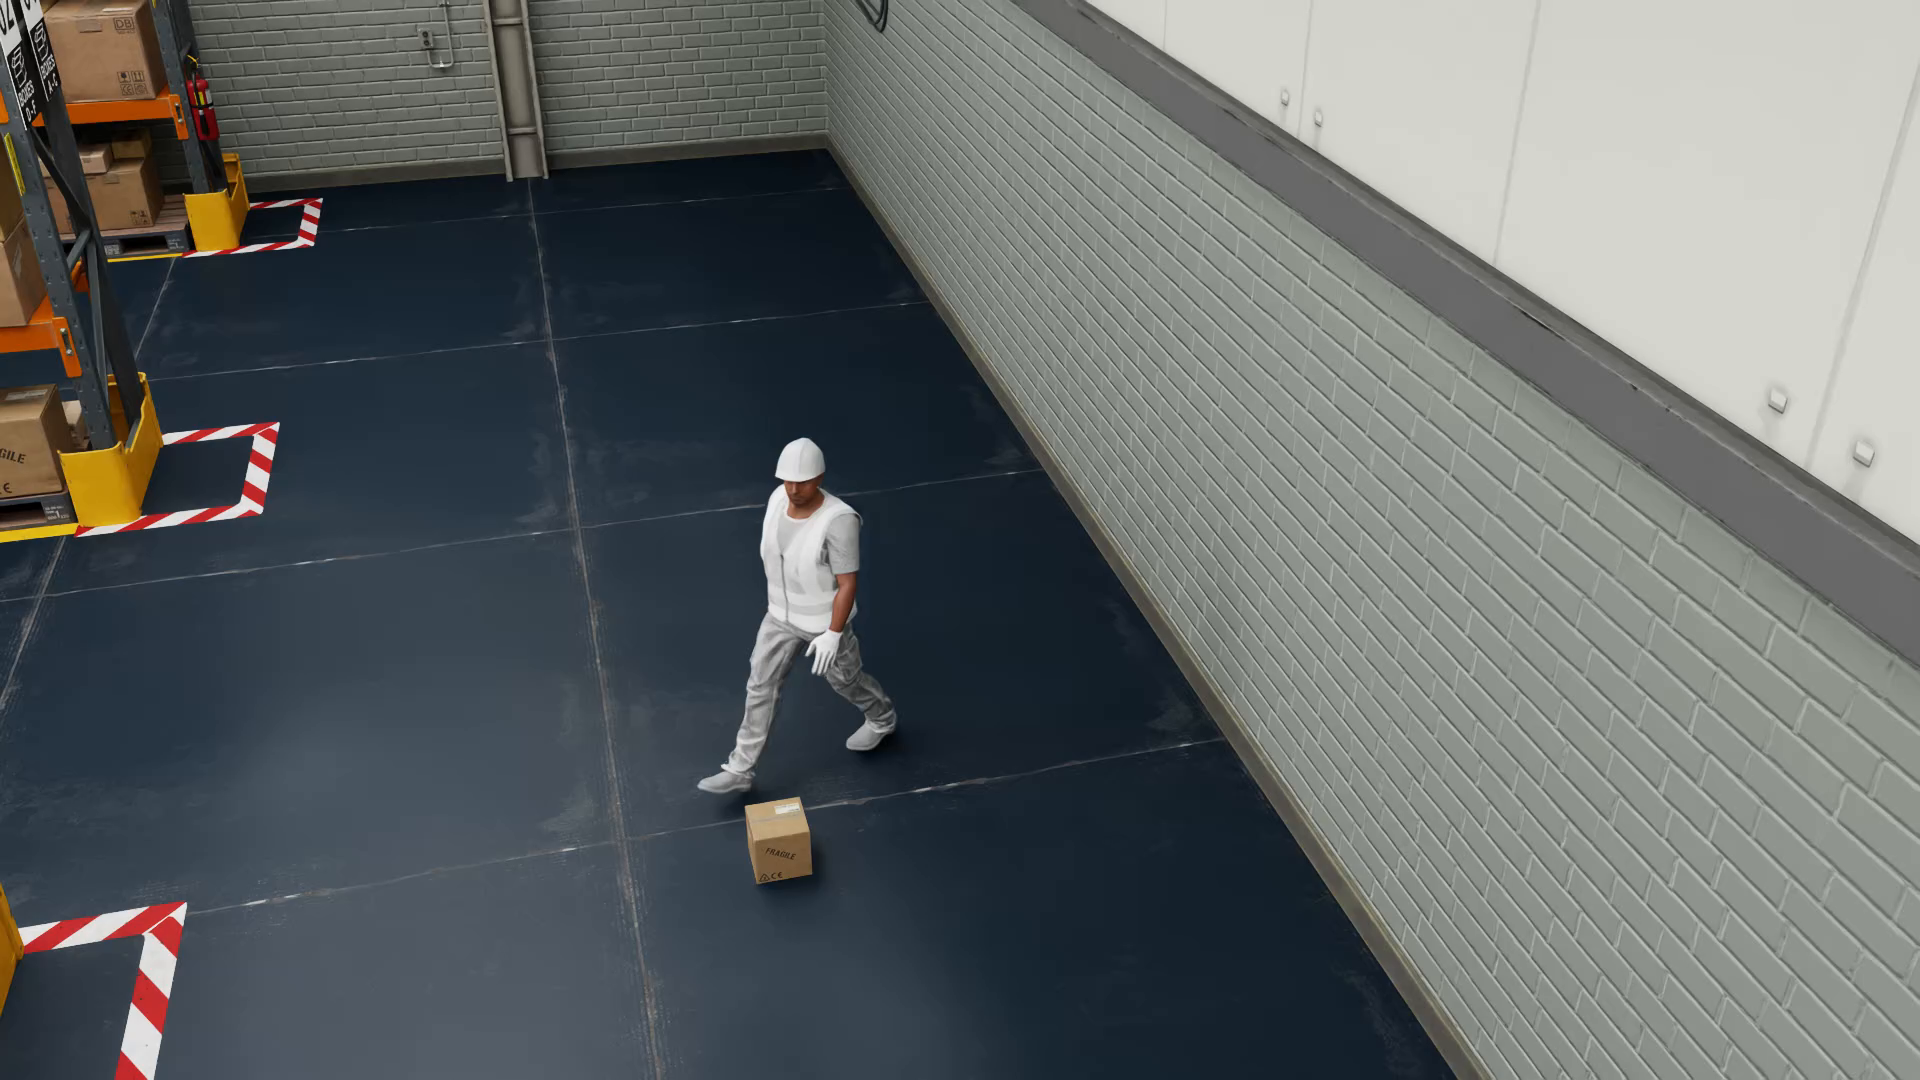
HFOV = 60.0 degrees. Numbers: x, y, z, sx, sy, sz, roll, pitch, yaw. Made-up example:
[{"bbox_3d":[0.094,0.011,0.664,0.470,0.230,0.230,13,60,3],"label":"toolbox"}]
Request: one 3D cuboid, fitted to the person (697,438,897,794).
[{"bbox_3d":[-0.756,0.369,7.599,0.586,1.720,1.058,21,36,32],"label":"person"}]
